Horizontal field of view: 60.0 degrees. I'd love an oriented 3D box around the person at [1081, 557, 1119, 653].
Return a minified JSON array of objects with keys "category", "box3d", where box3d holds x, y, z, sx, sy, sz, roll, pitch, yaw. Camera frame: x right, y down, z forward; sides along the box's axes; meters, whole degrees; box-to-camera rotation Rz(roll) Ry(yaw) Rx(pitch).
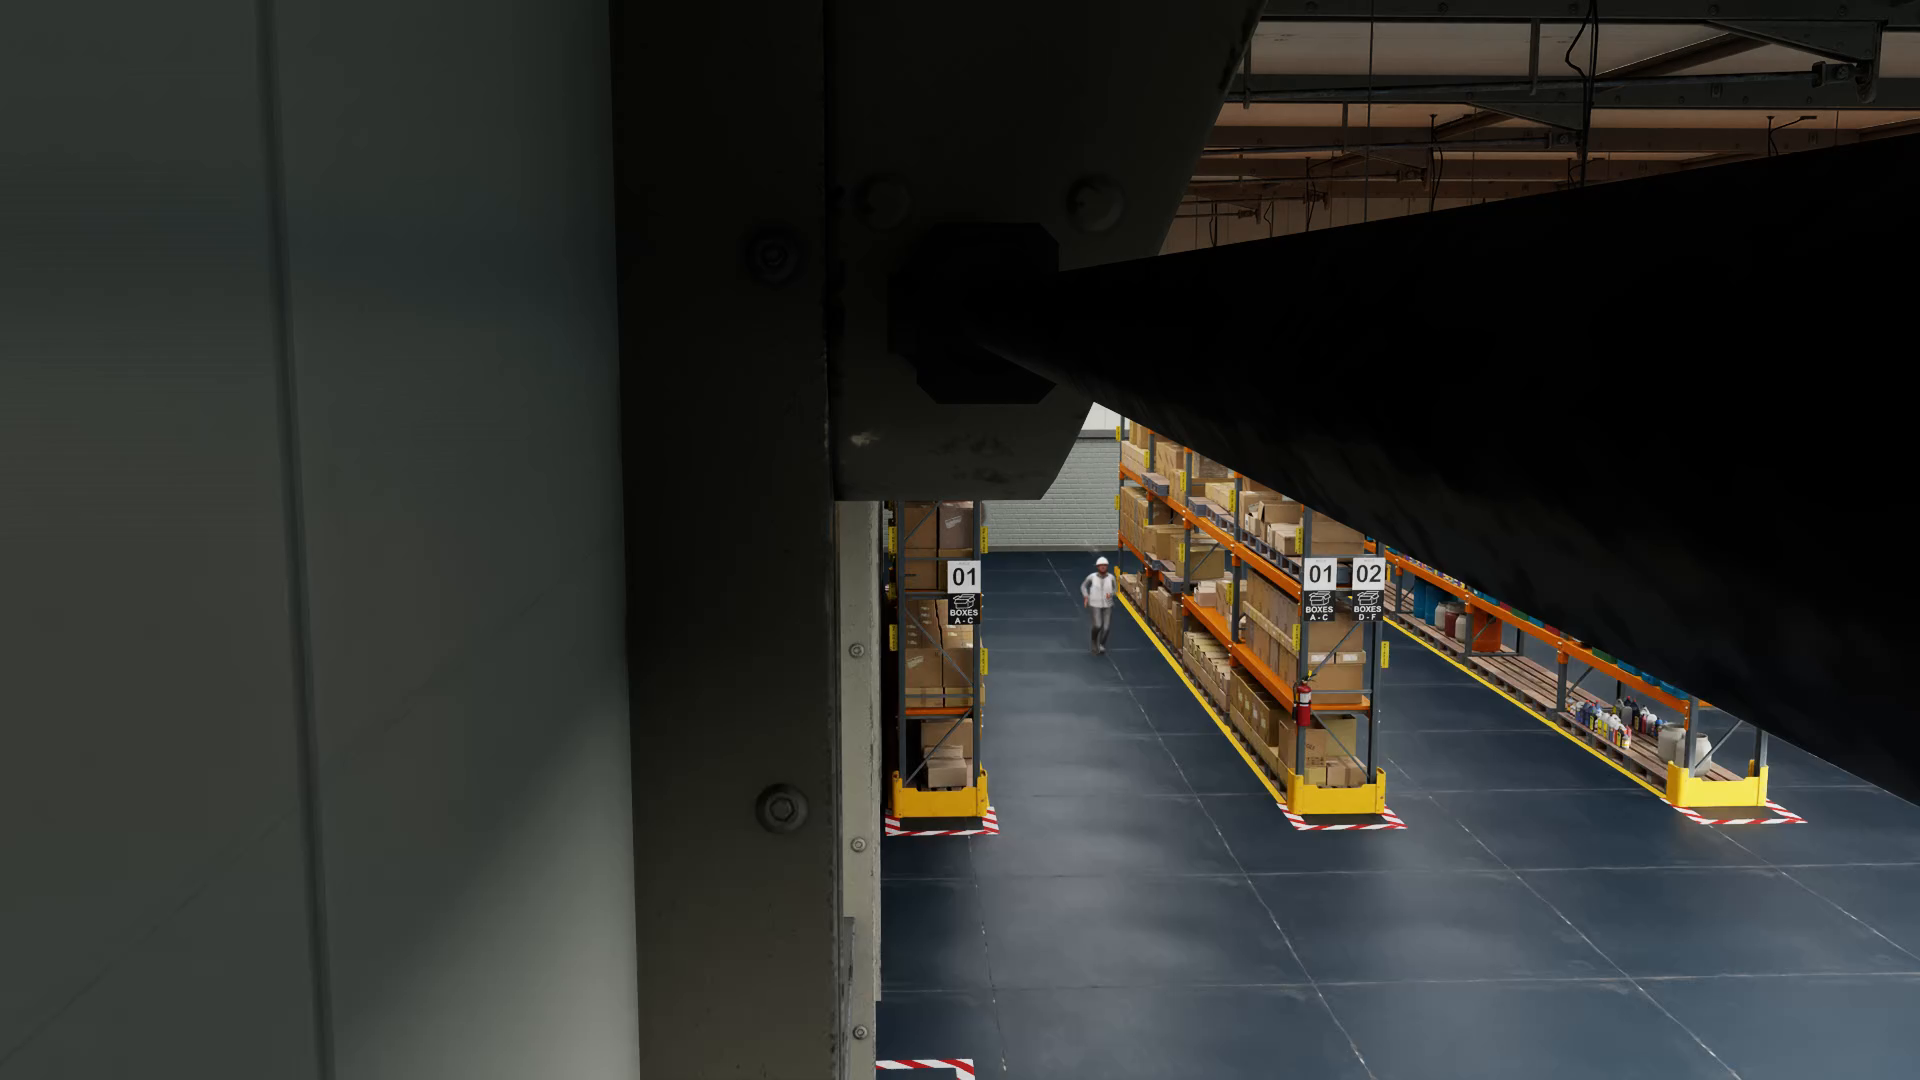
[{"category":"person","box3d":[2.528,1.176,29.772,0.638,1.732,0.649,-1,8,-7]}]
